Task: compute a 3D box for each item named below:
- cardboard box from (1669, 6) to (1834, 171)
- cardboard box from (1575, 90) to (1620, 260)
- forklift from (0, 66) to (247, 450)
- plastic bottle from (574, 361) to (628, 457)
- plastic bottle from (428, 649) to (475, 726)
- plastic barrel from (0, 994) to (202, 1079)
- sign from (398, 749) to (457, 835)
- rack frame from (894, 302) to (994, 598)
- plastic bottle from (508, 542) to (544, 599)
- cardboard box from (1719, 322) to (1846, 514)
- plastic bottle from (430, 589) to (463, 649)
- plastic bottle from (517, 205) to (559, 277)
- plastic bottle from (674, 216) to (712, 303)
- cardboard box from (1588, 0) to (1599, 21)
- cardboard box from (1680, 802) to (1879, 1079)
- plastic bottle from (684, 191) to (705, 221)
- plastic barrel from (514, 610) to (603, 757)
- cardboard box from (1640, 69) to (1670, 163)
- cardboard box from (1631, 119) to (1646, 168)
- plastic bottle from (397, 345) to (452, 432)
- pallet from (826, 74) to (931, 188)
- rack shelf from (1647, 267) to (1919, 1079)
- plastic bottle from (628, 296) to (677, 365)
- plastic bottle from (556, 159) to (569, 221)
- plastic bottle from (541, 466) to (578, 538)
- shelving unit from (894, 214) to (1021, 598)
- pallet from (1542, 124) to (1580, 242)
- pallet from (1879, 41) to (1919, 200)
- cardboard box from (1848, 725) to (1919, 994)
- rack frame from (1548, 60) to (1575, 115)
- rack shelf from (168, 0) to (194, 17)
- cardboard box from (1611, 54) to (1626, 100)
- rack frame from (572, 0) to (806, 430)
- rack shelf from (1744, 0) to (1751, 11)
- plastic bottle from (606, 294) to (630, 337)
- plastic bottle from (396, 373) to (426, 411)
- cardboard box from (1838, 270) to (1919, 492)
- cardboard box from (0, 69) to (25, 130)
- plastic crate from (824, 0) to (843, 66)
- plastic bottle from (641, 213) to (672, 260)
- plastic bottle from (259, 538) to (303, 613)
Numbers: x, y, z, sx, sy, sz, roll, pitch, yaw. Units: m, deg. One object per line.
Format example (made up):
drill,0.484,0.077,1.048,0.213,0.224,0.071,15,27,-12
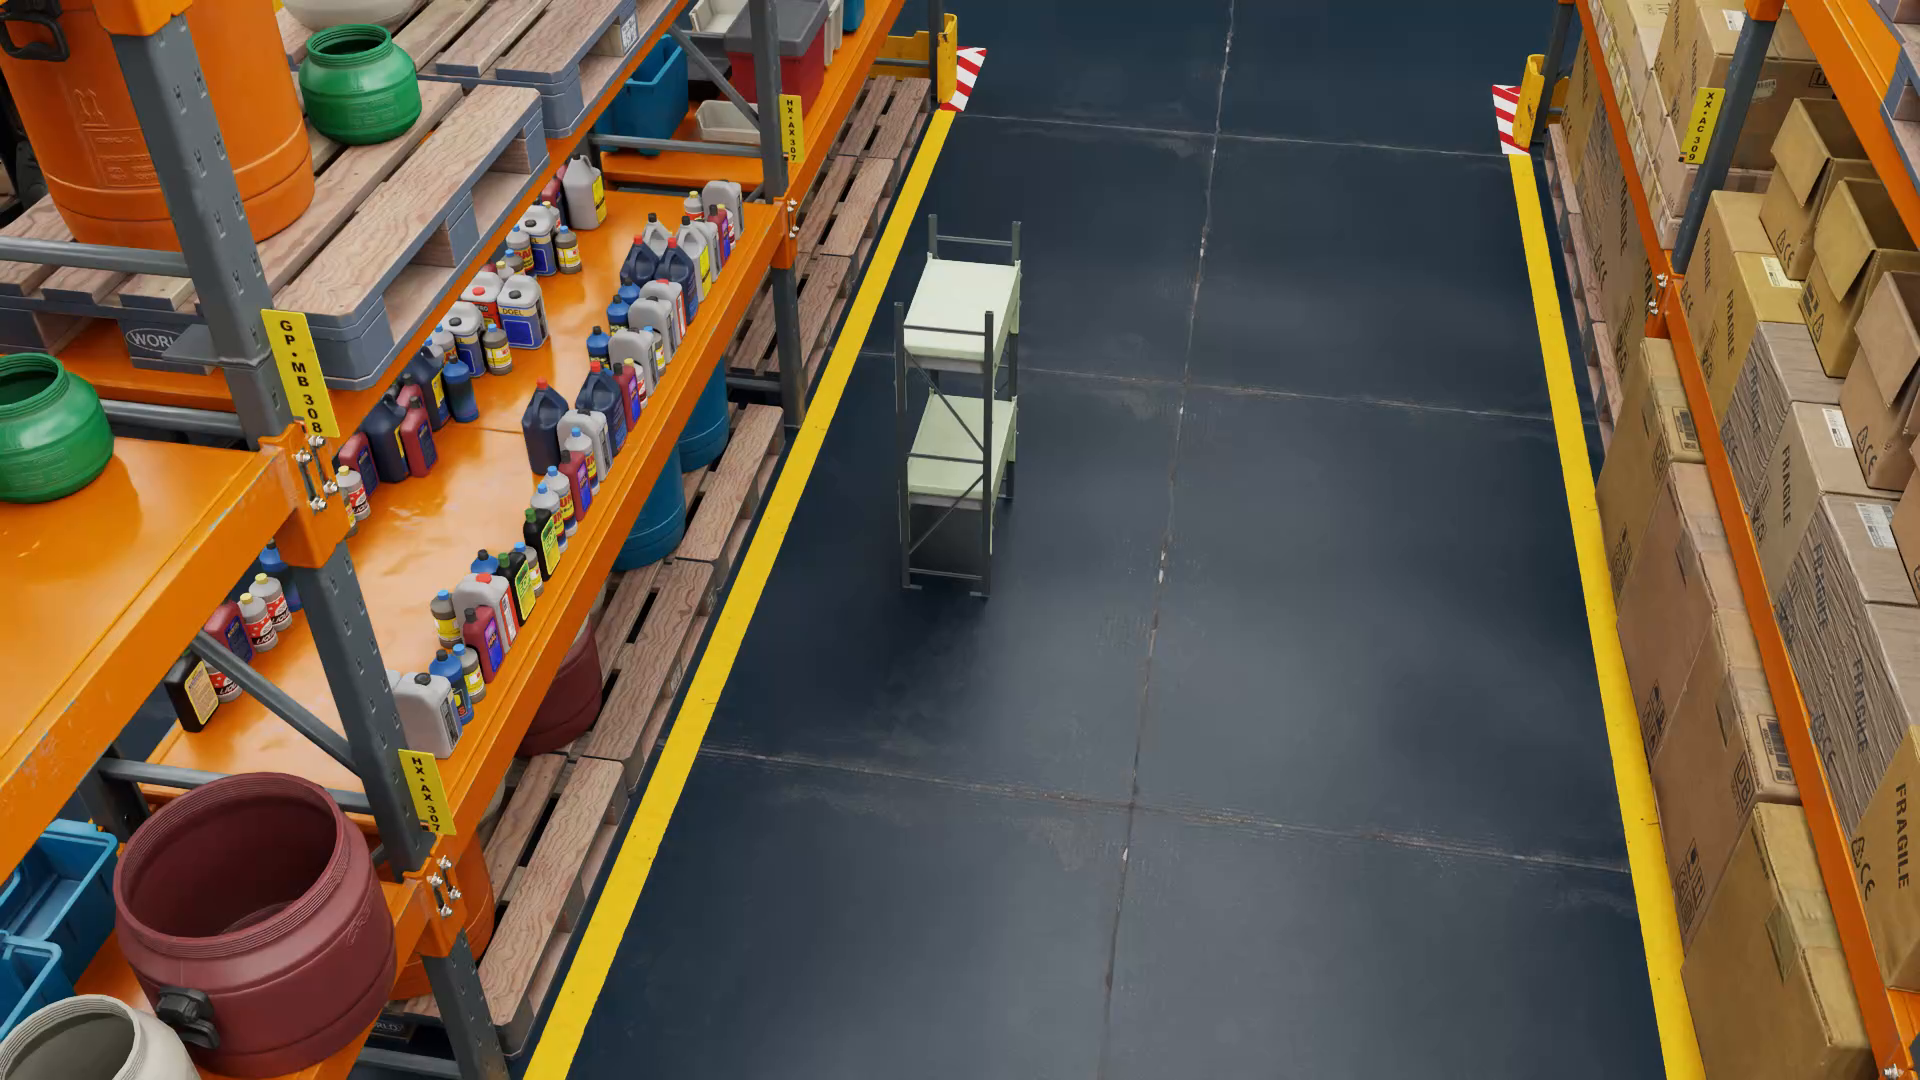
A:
cardboard box,3.394,-1.932,7.125,0.500,0.500,0.500,7,40,9
cardboard box,4.080,-2.139,9.418,0.875,0.875,0.875,6,40,8
forklift,-3.922,-1.449,7.299,1.121,2.935,3.031,13,41,16
plastic bottle,-1.328,-0.491,6.125,0.144,0.351,0.185,6,40,8
plastic bottle,-1.553,0.440,5.061,0.097,0.271,0.097,0,40,0
plastic barrel,-1.961,1.323,3.805,0.421,0.512,0.421,0,40,0
sign,-1.450,0.690,4.530,0.100,0.325,0.005,6,40,8
rack frame,-0.064,-0.344,7.086,0.400,1.500,0.023,6,40,8
plastic bottle,-1.450,0.093,5.536,0.097,0.201,0.097,0,40,0
cardboard box,3.079,-0.415,5.917,0.500,0.500,0.500,6,40,7
plastic bottle,-1.646,0.245,5.353,0.097,0.201,0.097,0,40,0
plastic bottle,-1.819,-1.288,7.148,0.152,0.276,0.135,6,40,8
plastic bottle,-1.138,-1.182,6.961,0.144,0.351,0.185,6,40,8
cardboard box,3.752,-3.009,9.329,0.380,0.149,0.250,6,40,7
cardboard box,3.025,1.469,5.054,1.225,0.875,0.875,5,40,6
plastic bottle,-1.177,-1.456,7.410,0.097,0.201,0.097,0,40,0
plastic barrel,-1.730,0.446,6.516,0.600,0.588,0.708,6,40,8
cardboard box,3.483,-1.956,7.742,0.500,0.250,0.500,8,40,9
cardboard box,3.441,-1.882,7.967,0.380,0.149,0.250,7,40,9
plastic bottle,-2.022,-0.598,6.254,0.144,0.351,0.185,6,40,8
pallet,-0.789,-2.736,10.991,1.003,0.211,1.213,6,40,8
rack shelf,3.231,0.265,5.737,1.077,0.370,4.000,6,40,8
plastic bottle,-1.224,-0.853,6.622,0.152,0.276,0.135,6,40,8
plastic bottle,-1.784,-1.586,7.502,0.061,0.283,0.133,6,40,8
plastic bottle,-1.393,-0.140,5.763,0.097,0.271,0.097,0,40,0
shelving unit,-0.001,-0.574,7.364,0.431,1.500,0.755,6,40,8
pallet,4.208,-2.193,10.334,1.003,0.211,1.213,6,40,8
pallet,3.135,-0.953,4.439,1.003,0.211,1.213,8,40,10
cardboard box,2.727,0.867,4.366,0.500,0.500,0.500,8,40,9
rack frame,4.273,-3.778,10.062,0.949,2.616,0.053,6,40,8
rack shelf,-1.647,-2.439,4.614,1.077,0.370,4.000,6,40,8
cardboard box,3.575,-2.365,8.550,0.380,0.149,0.250,7,40,8
rack frame,-1.301,-1.814,7.687,1.000,3.000,0.127,6,40,8
rack shelf,3.924,-3.402,7.818,1.077,0.370,4.000,6,40,8
plastic bottle,-1.350,-0.853,6.626,0.097,0.271,0.097,0,40,0
plastic bottle,-2.030,-0.470,6.153,0.061,0.283,0.133,6,40,8
cardboard box,3.253,-0.470,5.195,0.797,0.503,0.637,8,40,9
cardboard box,-5.859,-2.749,10.432,0.797,0.503,0.637,6,40,8
plastic crate,-0.855,-2.729,8.840,0.437,0.282,0.530,6,40,8
plastic bottle,-1.280,-1.198,6.980,0.144,0.351,0.185,6,40,8
plastic bottle,-2.232,0.108,5.463,0.097,0.271,0.097,0,40,0
